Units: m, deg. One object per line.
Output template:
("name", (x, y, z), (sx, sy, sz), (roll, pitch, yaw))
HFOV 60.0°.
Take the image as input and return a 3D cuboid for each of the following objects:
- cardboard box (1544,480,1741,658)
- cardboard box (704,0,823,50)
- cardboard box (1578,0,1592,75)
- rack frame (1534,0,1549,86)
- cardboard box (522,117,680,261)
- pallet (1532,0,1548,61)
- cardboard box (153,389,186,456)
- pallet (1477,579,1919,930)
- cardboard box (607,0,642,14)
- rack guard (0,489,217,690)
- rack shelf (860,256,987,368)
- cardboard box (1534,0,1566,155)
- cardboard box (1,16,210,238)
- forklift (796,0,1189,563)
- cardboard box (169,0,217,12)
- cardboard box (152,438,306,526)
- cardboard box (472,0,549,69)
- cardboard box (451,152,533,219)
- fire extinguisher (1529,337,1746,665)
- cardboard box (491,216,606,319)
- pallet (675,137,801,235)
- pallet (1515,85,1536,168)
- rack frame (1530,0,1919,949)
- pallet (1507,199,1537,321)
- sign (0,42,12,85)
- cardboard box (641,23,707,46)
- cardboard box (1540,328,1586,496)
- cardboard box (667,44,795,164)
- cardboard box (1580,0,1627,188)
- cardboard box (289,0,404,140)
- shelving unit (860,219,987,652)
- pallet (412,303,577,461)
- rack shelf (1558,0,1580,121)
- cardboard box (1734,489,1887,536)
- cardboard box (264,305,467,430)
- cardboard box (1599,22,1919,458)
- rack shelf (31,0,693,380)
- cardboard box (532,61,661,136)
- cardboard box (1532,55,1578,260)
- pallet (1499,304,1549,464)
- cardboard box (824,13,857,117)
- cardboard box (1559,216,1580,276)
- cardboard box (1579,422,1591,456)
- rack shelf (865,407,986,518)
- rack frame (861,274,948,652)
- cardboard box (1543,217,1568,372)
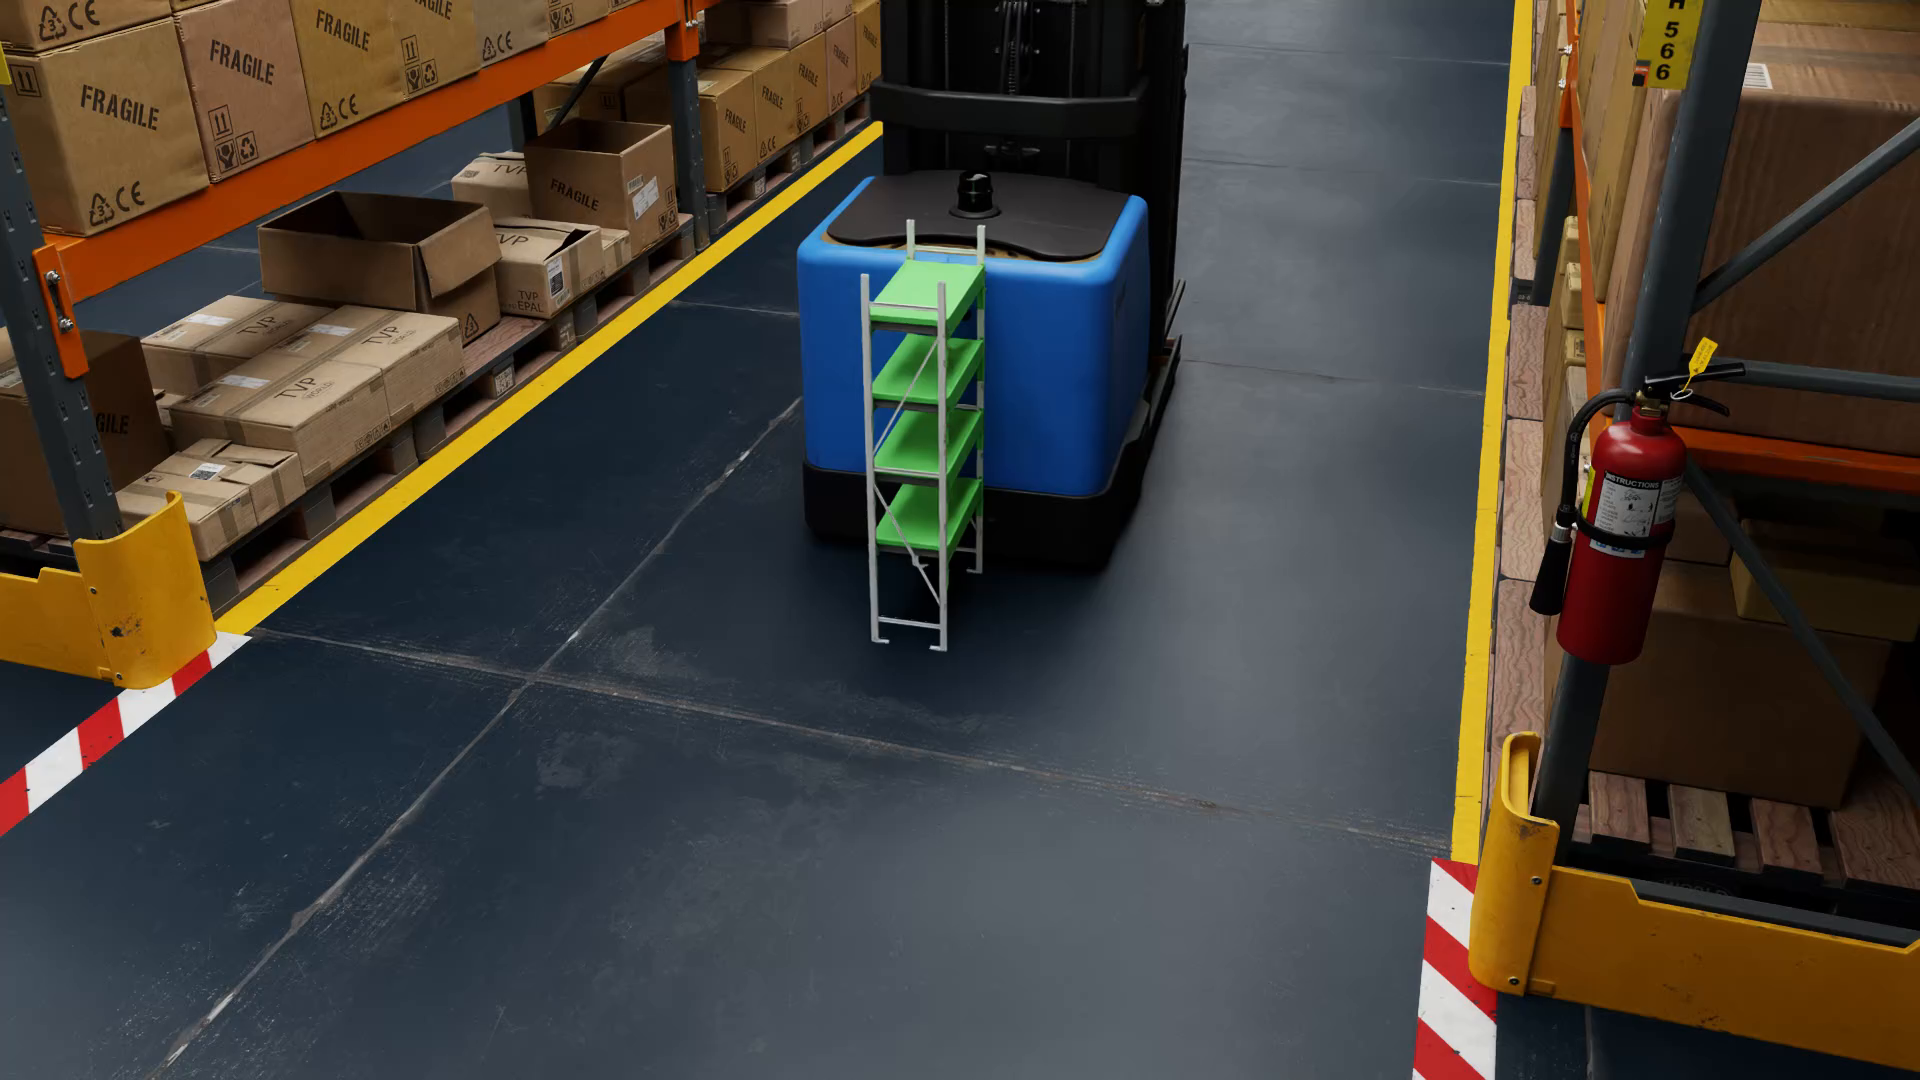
("cardboard box", (2.059, 0.057, 4.701), (0.700, 0.500, 0.500), (8, 30, 15))
("cardboard box", (-1.092, -2.926, 9.272), (0.500, 0.250, 0.500), (9, 30, 15))
("cardboard box", (2.801, -2.020, 5.987), (0.980, 0.700, 0.700), (9, 30, 16))
("rack frame", (4.150, -3.998, 9.850), (1.000, 3.000, 0.127), (8, 30, 15))
("cardboard box", (-1.656, -1.638, 7.728), (0.500, 0.500, 0.500), (8, 30, 15))
("pallet", (4.741, -3.707, 12.197), (1.003, 0.211, 1.213), (8, 30, 15))
("cardboard box", (-2.805, -0.402, 5.849), (0.380, 0.166, 0.250), (8, 30, 15))
("pallet", (1.962, 0.556, 4.533), (1.003, 0.211, 1.213), (8, 30, 15))
("cardboard box", (-1.662, -2.619, 7.269), (0.500, 0.500, 0.500), (9, 30, 16))
("rack guard", (-2.912, 0.072, 5.106), (1.175, 0.500, 0.348), (8, 30, 15))
("rack shelf", (-0.099, -0.675, 4.873), (0.258, 0.148, 0.480), (7, 30, 12))
("cardboard box", (3.546, -2.512, 8.960), (0.750, 0.750, 0.750), (8, 30, 15))
("cardboard box", (-2.552, -1.197, 4.714), (0.500, 0.500, 0.500), (9, 30, 16))
("forklift", (0.310, -1.907, 6.163), (1.130, 2.935, 3.031), (7, 30, 12))
("cardboard box", (-2.406, -1.878, 4.909), (0.500, 0.500, 0.500), (9, 30, 15))
("cardboard box", (-2.410, -0.201, 5.487), (0.380, 0.166, 0.250), (8, 30, 15))
("cardboard box", (-1.960, -2.140, 6.408), (0.500, 0.500, 0.500), (9, 30, 16))
("cardboard box", (-2.090, -1.697, 8.028), (0.500, 0.311, 0.500), (8, 30, 15))
("fire extinguisher", (1.317, -0.079, 3.269), (0.296, 0.674, 0.183), (8, 30, 15))
("cardboard box", (-1.877, -1.207, 7.148), (0.500, 0.311, 0.500), (8, 30, 15))
("pallet", (-1.558, -2.008, 9.143), (1.003, 0.211, 1.213), (8, 30, 15))
("pallet", (3.847, -2.423, 9.889), (1.003, 0.211, 1.213), (8, 30, 15))
("rack frame", (1.802, -0.280, 3.167), (1.000, 3.000, 0.127), (8, 30, 15))
("pallet", (3.131, -1.289, 7.851), (1.003, 0.211, 1.213), (8, 30, 15))
("sign", (-2.416, -1.286, 4.085), (0.100, 0.325, 0.005), (8, 30, 15))
("cardboard box", (-1.589, -2.675, 9.592), (0.500, 0.500, 0.500), (9, 30, 15))
("cardboard box", (2.355, -0.426, 5.569), (0.700, 0.500, 0.500), (9, 30, 16))
("cardboard box", (-1.240, -2.383, 9.067), (0.500, 0.500, 0.500), (9, 30, 16))
("cardboard box", (2.378, -1.342, 4.768), (0.980, 0.700, 0.700), (7, 30, 12))
("cardboard box", (-2.256, -1.670, 5.564), (0.500, 0.500, 0.500), (8, 30, 15))
("shelving unit", (-0.099, -0.311, 5.076), (0.258, 1.200, 0.503), (7, 30, 12))
("pallet", (-2.319, -0.737, 6.858), (1.003, 0.211, 1.213), (8, 30, 15))
("rack shelf", (3.563, -2.754, 8.354), (1.077, 0.370, 4.000), (8, 30, 15))
("cardboard box", (2.214, -0.143, 4.393), (0.380, 0.149, 0.250), (9, 30, 15))
("cardboard box", (-2.210, -0.652, 6.213), (0.500, 0.250, 0.500), (8, 30, 15))
("cardboard box", (1.942, -0.649, 3.523), (0.980, 0.700, 0.700), (10, 31, 17))
("rack shelf", (-2.347, -1.600, 6.280), (1.077, 0.370, 4.000), (8, 30, 15))
("cardboard box", (-1.890, -2.214, 8.763), (0.500, 0.500, 0.500), (8, 30, 15))
("cardboard box", (3.043, -1.703, 7.506), (0.750, 0.750, 0.750), (9, 30, 15))
("pallet", (2.678, -0.578, 6.572), (1.003, 0.211, 1.213), (8, 30, 15))
("cardboard box", (-0.937, -2.849, 9.905), (0.500, 0.500, 0.500), (7, 30, 13))
("cardboard box", (2.384, -1.047, 6.019), (0.380, 0.149, 0.250), (10, 30, 17))
("cardboard box", (1.850, -0.198, 4.493), (0.380, 0.149, 0.250), (9, 30, 16))
("rack shelf", (-0.099, -0.256, 5.107), (0.258, 0.148, 0.480), (7, 30, 12))
("rack frame", (-0.156, -0.196, 4.868), (0.240, 1.200, 0.015), (7, 30, 12))
("cardboard box", (2.659, -0.897, 6.416), (0.700, 0.500, 0.500), (9, 30, 16))
